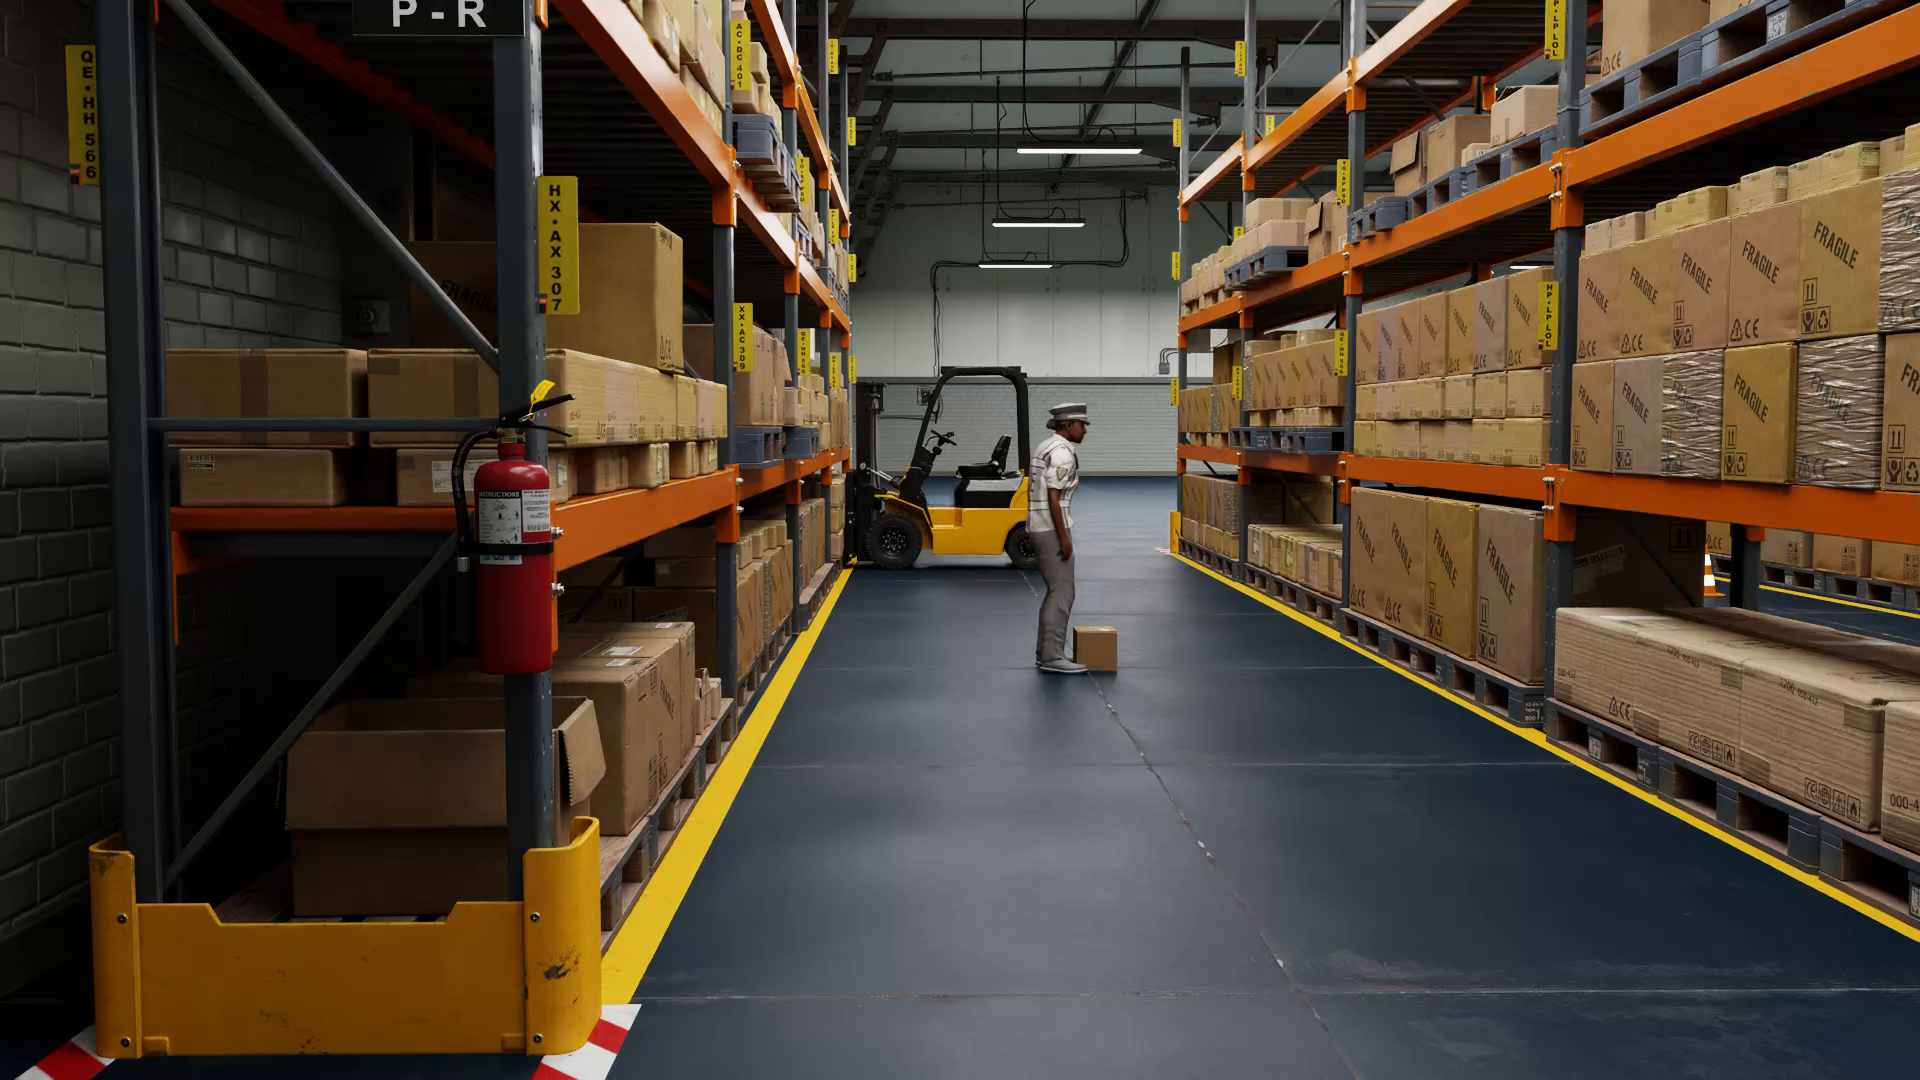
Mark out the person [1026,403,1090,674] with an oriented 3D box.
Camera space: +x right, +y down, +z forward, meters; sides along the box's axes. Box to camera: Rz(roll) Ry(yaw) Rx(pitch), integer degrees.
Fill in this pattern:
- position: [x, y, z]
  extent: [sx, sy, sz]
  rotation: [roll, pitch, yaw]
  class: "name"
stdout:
- position: [0.612, -0.022, 10.330]
  extent: [0.399, 1.657, 0.512]
  rotation: [0, 4, -1]
  class: "person"
